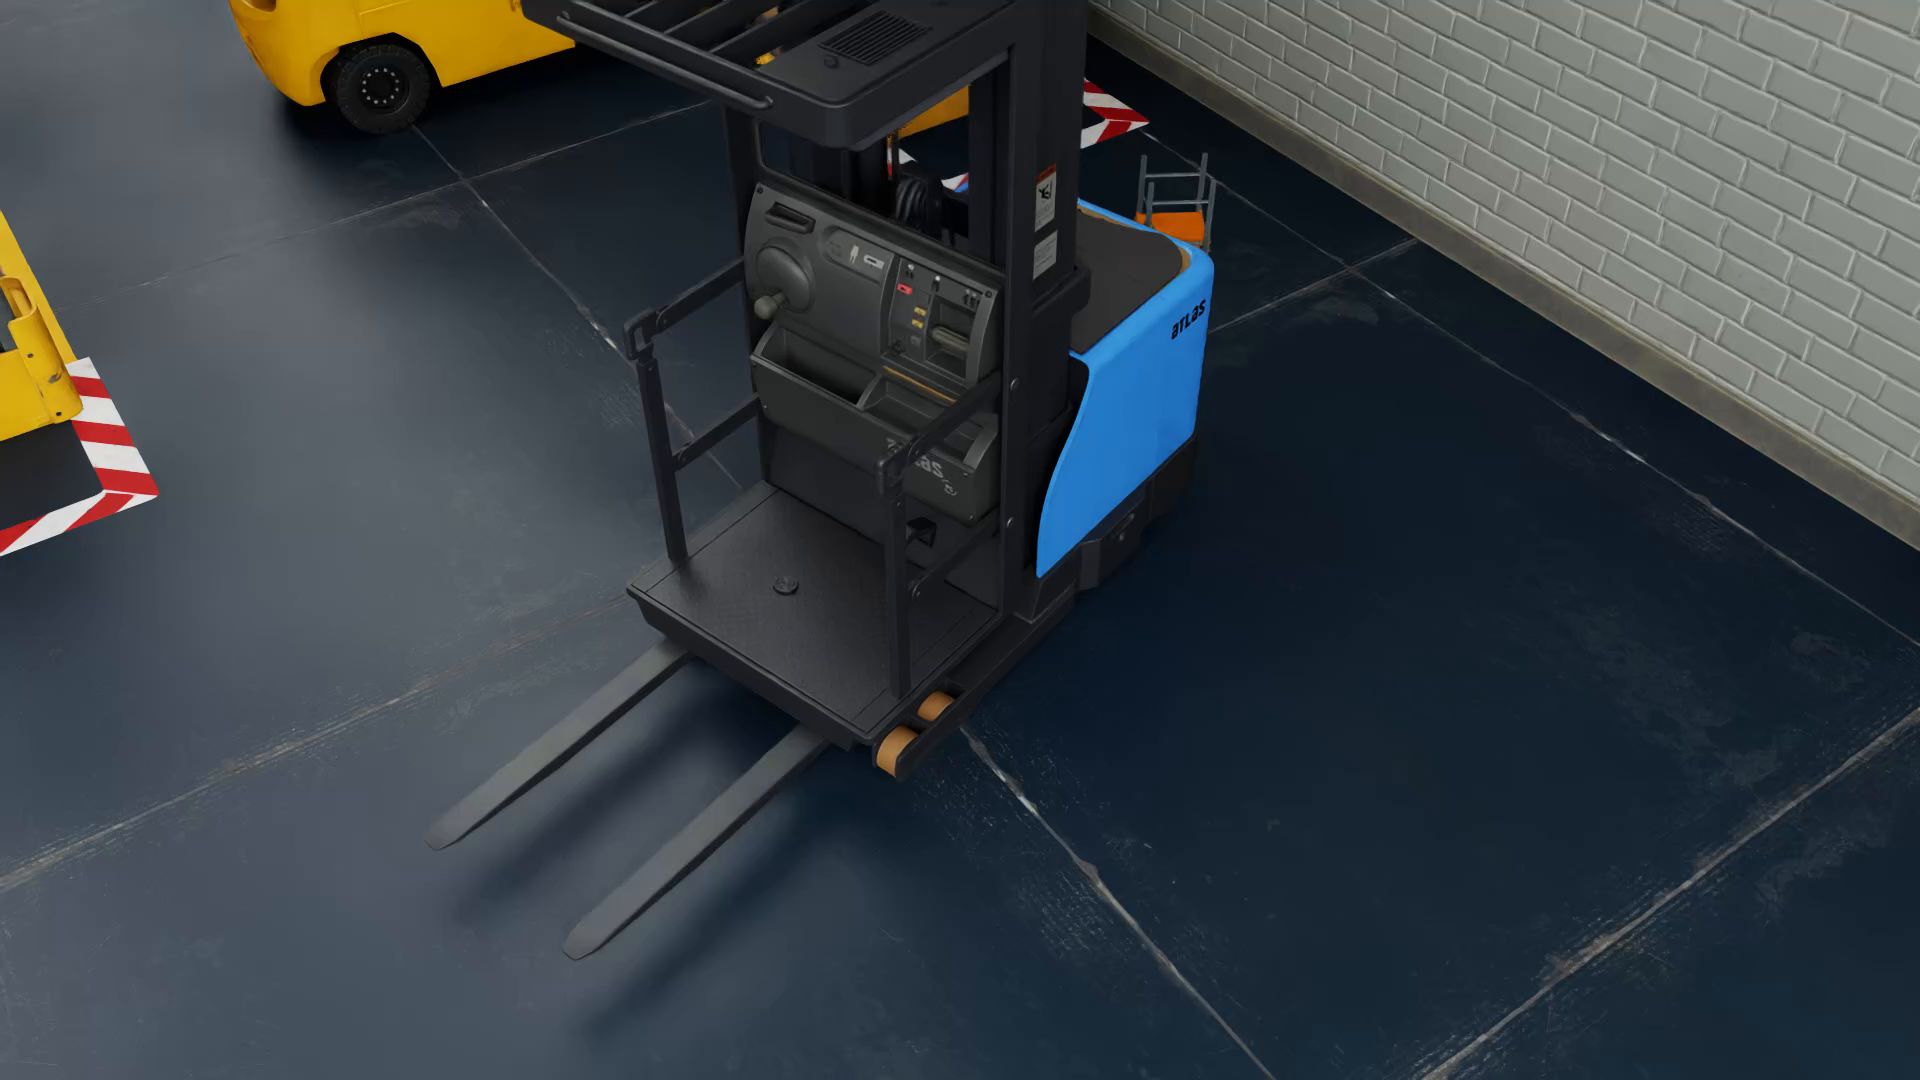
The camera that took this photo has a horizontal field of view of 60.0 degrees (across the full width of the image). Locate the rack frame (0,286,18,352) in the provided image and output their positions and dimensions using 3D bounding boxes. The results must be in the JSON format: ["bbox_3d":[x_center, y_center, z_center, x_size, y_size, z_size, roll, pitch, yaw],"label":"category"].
[{"bbox_3d":[-4.101,-1.427,5.573,1.000,3.000,0.127,-26,49,-24],"label":"rack frame"}]

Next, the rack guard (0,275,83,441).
[{"bbox_3d":[-4.145,-0.566,6.481,1.175,0.500,0.348,-26,49,-24],"label":"rack guard"}]

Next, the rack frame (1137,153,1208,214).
[{"bbox_3d":[0.770,-0.948,6.374,0.240,1.200,0.006,-2,44,-2],"label":"rack frame"}]

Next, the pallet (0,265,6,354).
[{"bbox_3d":[-4.581,-0.936,7.077,1.003,0.211,1.213,-26,49,-24],"label":"pallet"}]

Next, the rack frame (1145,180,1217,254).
[{"bbox_3d":[0.780,-0.822,6.242,0.240,1.200,0.006,-2,44,-2],"label":"rack frame"}]

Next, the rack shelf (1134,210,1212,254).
[{"bbox_3d":[0.775,-1.113,6.090,0.258,0.103,0.180,-2,44,-2],"label":"rack shelf"}]

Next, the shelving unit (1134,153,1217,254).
[{"bbox_3d":[0.775,-0.885,6.308,0.258,1.200,0.189,-2,44,-2],"label":"shelving unit"}]

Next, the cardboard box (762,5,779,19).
[{"bbox_3d":[-0.837,-2.974,8.880,0.500,0.250,0.500,-26,49,-24],"label":"cardboard box"}]

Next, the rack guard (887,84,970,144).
[{"bbox_3d":[-0.018,-2.472,8.478,1.175,0.500,0.348,-26,49,-24],"label":"rack guard"}]

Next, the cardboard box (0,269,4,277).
[{"bbox_3d":[-4.336,-1.151,6.970,0.500,0.250,0.500,-26,49,-25],"label":"cardboard box"}]

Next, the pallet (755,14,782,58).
[{"bbox_3d":[-0.504,-2.798,9.028,1.003,0.211,1.213,-26,49,-24],"label":"pallet"}]

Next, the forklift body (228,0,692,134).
[{"bbox_3d":[-2.613,-3.436,8.292,2.313,2.155,1.214,-26,49,-24],"label":"forklift body"}]

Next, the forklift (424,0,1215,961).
[{"bbox_3d":[-0.410,-0.677,4.837,1.130,2.935,3.031,29,51,27],"label":"forklift"}]

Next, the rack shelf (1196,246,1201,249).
[{"bbox_3d":[0.775,-1.026,6.173,0.258,0.103,0.180,-2,44,-2],"label":"rack shelf"}]
